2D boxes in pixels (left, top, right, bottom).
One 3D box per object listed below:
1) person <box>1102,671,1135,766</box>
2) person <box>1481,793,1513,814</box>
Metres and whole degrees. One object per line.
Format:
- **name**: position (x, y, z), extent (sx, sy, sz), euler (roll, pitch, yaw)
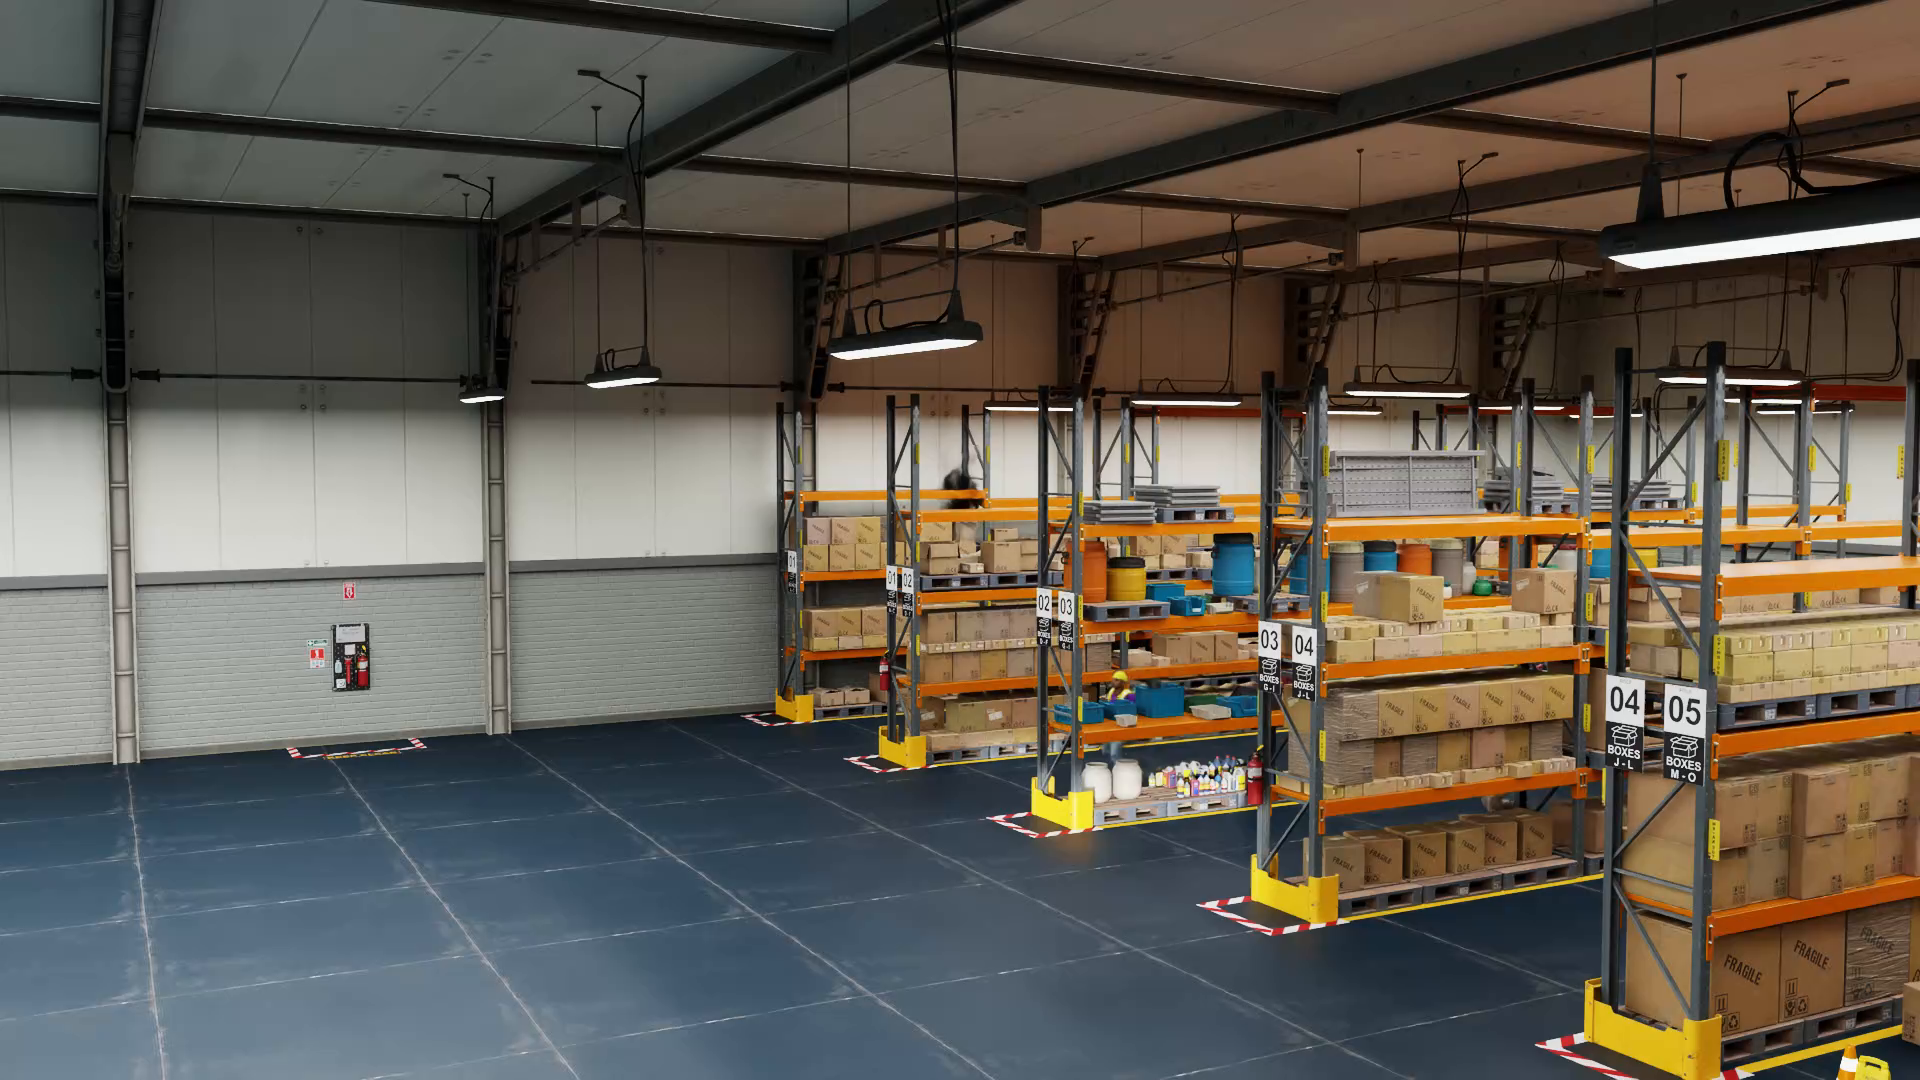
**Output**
- **person**: position (2.443, 2.863, 25.459), extent (0.546, 1.726, 0.693), euler (-2, 4, -36)
- **person**: position (7.124, 3.093, 21.976), extent (0.726, 1.700, 0.662), euler (-2, 4, -37)
